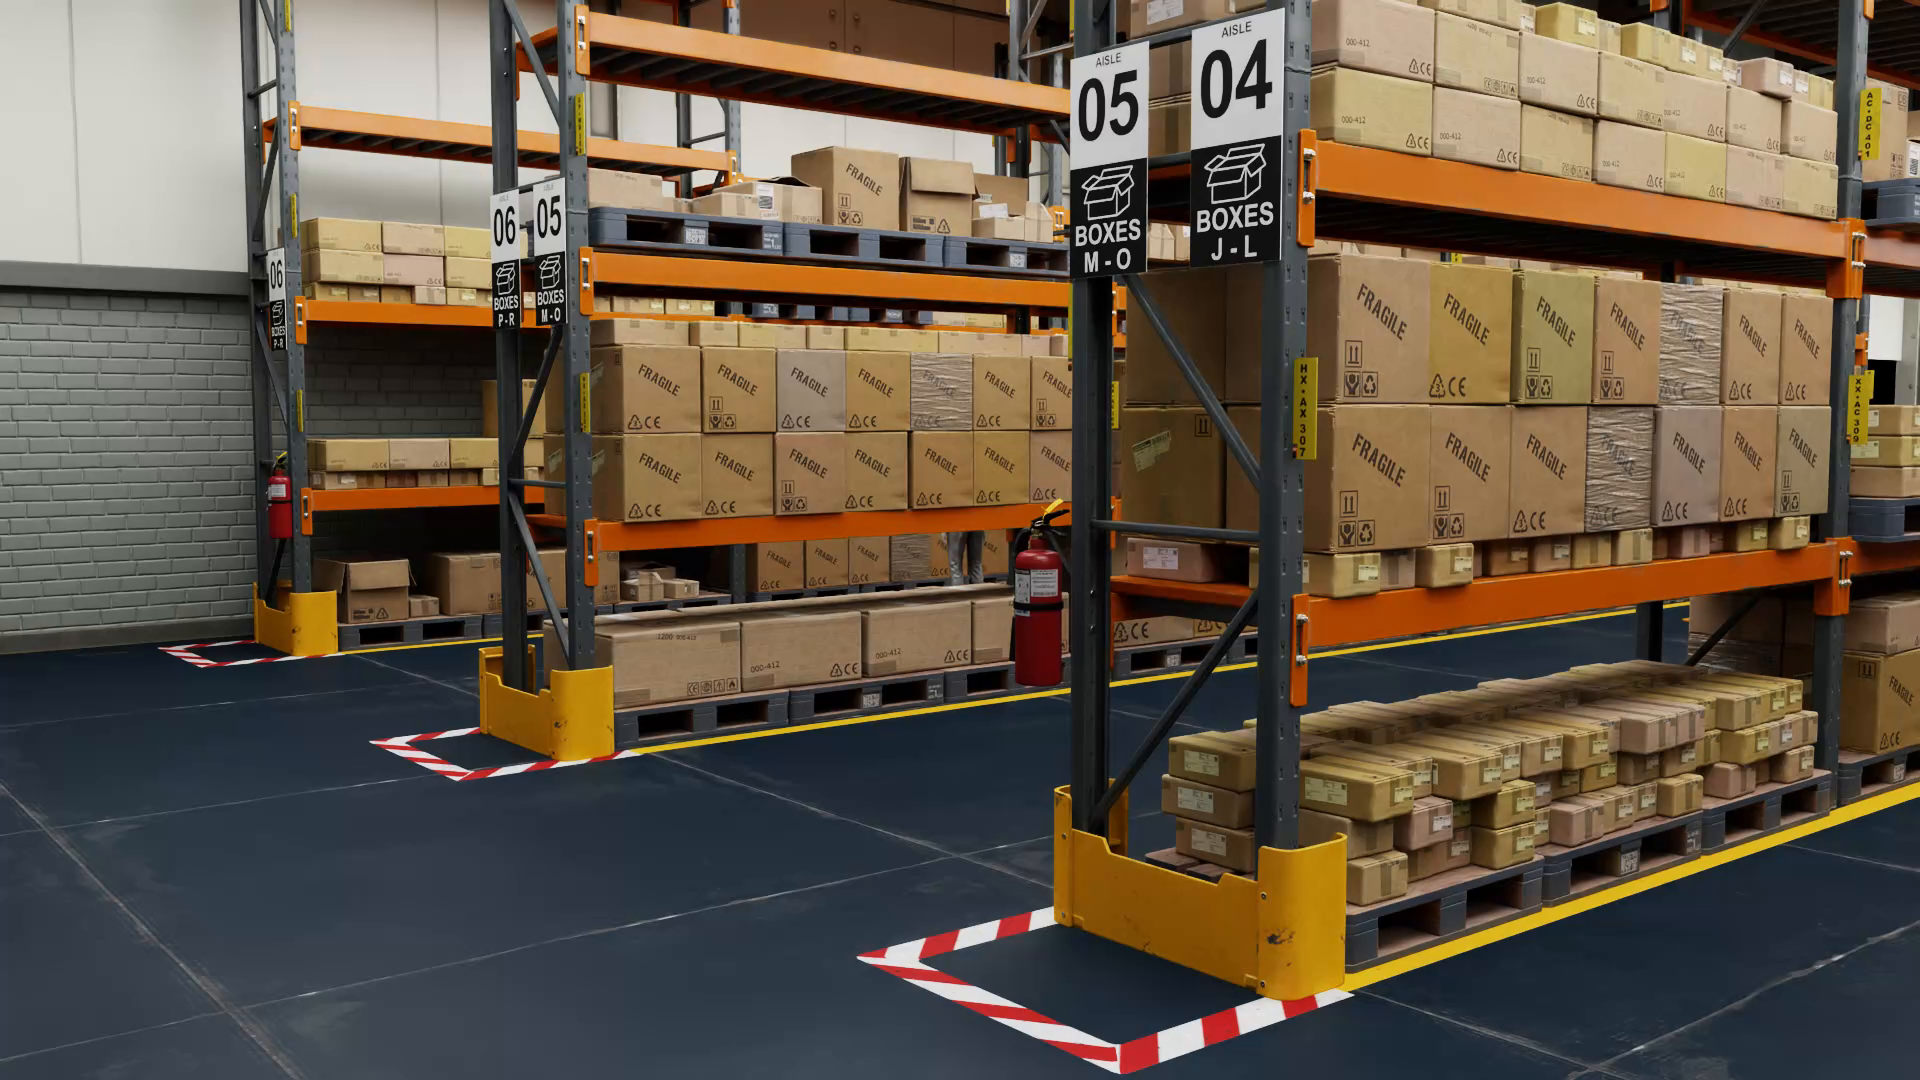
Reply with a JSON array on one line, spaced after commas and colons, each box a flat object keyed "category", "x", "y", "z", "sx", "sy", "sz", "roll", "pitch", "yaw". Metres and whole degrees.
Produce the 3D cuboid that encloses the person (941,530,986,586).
[{"category": "person", "x": 4.085, "y": -0.293, "z": 14.514, "sx": 6.601, "sy": 2.202, "sz": 5.894, "roll": -2, "pitch": 5, "yaw": -30}]
